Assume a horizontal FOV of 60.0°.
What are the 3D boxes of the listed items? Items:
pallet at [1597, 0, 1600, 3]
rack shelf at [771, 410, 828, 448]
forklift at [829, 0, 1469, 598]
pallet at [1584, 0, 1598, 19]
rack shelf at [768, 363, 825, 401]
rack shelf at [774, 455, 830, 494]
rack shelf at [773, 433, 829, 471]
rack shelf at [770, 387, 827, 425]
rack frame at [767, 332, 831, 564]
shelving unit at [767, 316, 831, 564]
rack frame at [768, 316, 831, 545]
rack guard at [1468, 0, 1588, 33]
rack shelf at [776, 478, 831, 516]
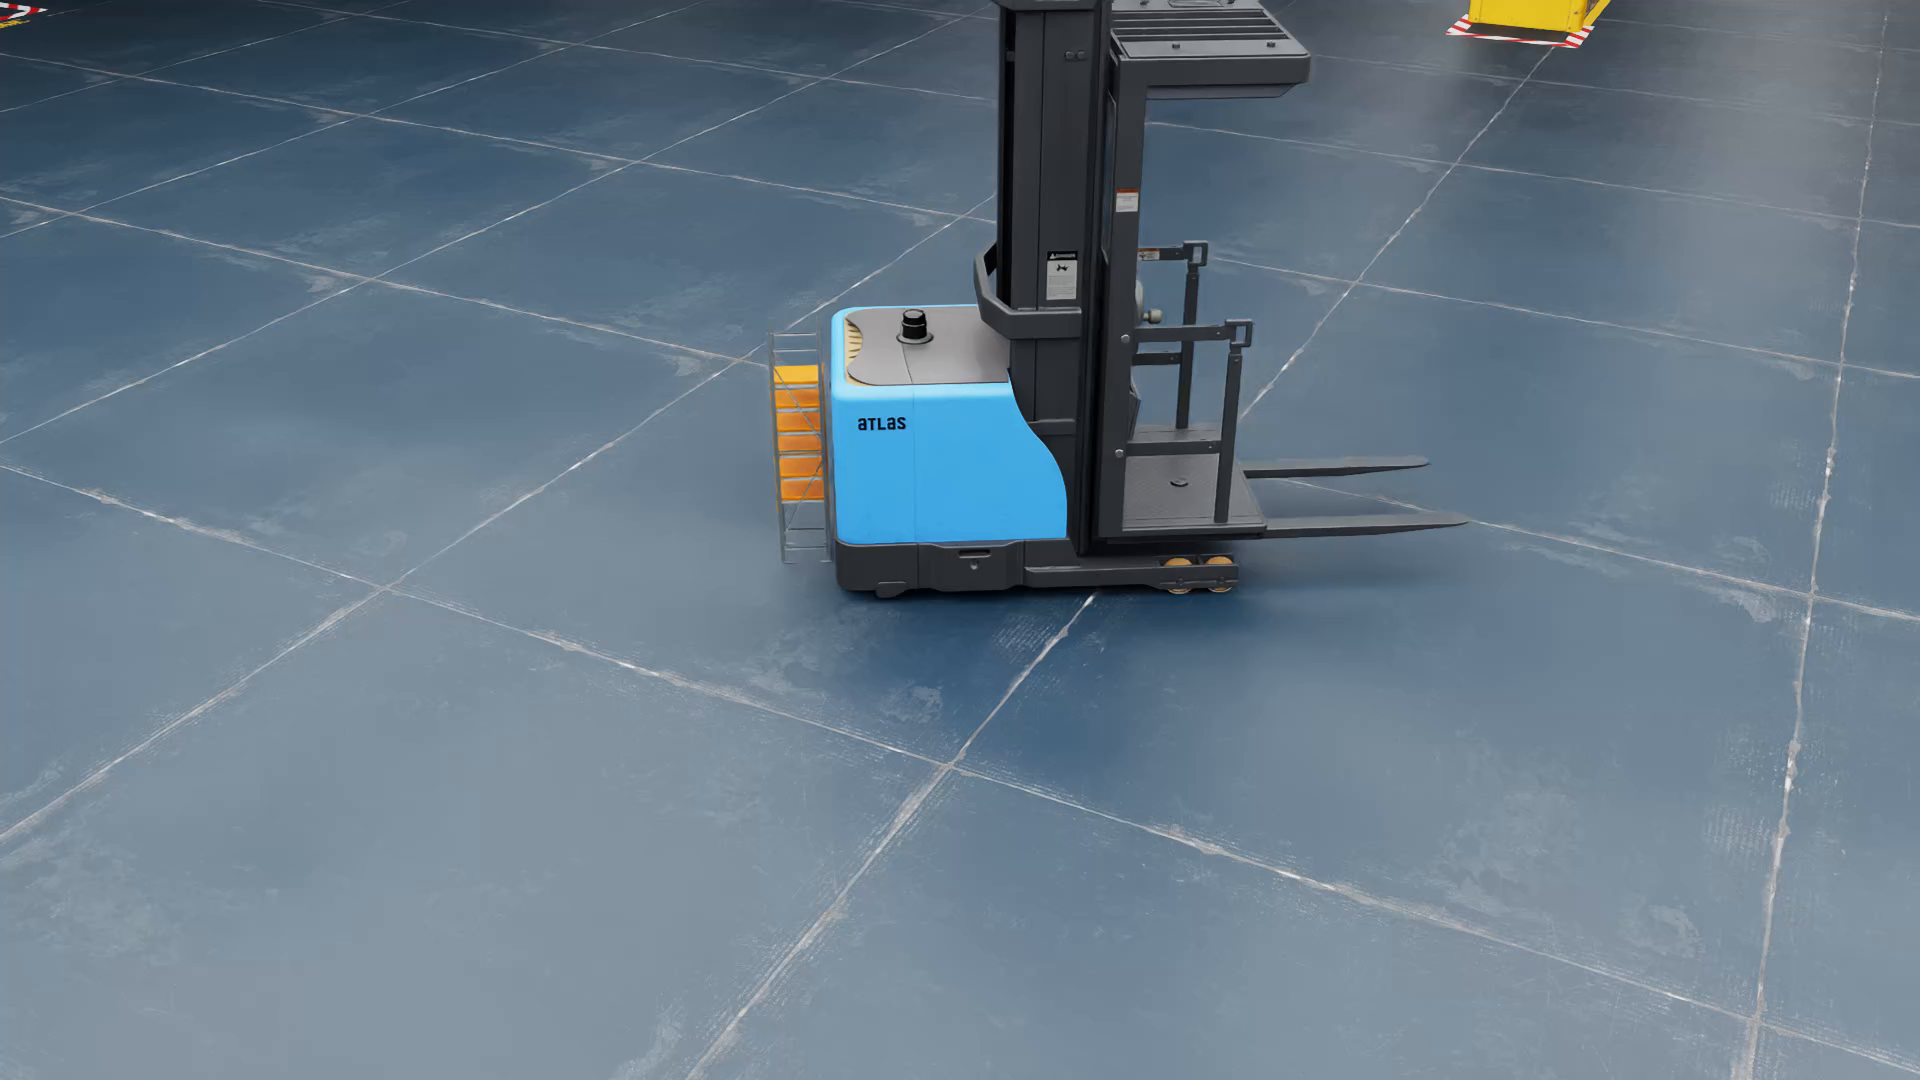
[{"bbox_3d":[7.055,-6.552,19.447,1.003,0.211,1.213,14,33,23],"label":"pallet"},{"bbox_3d":[-0.751,-0.520,7.799,0.258,0.103,0.180,-2,30,-3],"label":"rack shelf"},{"bbox_3d":[0.906,-1.280,7.536,3.031,2.935,1.130,-2,30,-3],"label":"forklift"},{"bbox_3d":[6.498,-6.013,18.509,1.003,0.211,1.213,14,33,23],"label":"pallet"},{"bbox_3d":[-0.752,-0.729,7.680,0.258,0.103,0.180,-2,30,-3],"label":"rack shelf"},{"bbox_3d":[-0.751,-0.312,7.919,0.258,0.103,0.180,-2,30,-3],"label":"rack shelf"},{"bbox_3d":[-0.751,-0.416,7.859,0.258,0.103,0.180,-2,30,-3],"label":"rack shelf"},{"bbox_3d":[-0.751,-0.625,7.739,0.258,0.103,0.180,-2,30,-3],"label":"rack shelf"},{"bbox_3d":[-0.745,-0.409,7.758,0.240,1.200,0.006,-2,30,-3],"label":"rack frame"},{"bbox_3d":[-0.751,-0.455,7.837,0.258,1.200,0.189,-2,30,-3],"label":"shelving unit"},{"bbox_3d":[-0.757,-0.500,7.916,0.240,1.200,0.006,-2,30,-3],"label":"rack frame"},{"bbox_3d":[6.096,-5.786,17.824,1.175,0.500,0.348,14,33,23],"label":"rack guard"},{"bbox_3d":[-0.750,-0.208,7.979,0.258,0.103,0.180,-2,30,-3],"label":"rack shelf"}]
